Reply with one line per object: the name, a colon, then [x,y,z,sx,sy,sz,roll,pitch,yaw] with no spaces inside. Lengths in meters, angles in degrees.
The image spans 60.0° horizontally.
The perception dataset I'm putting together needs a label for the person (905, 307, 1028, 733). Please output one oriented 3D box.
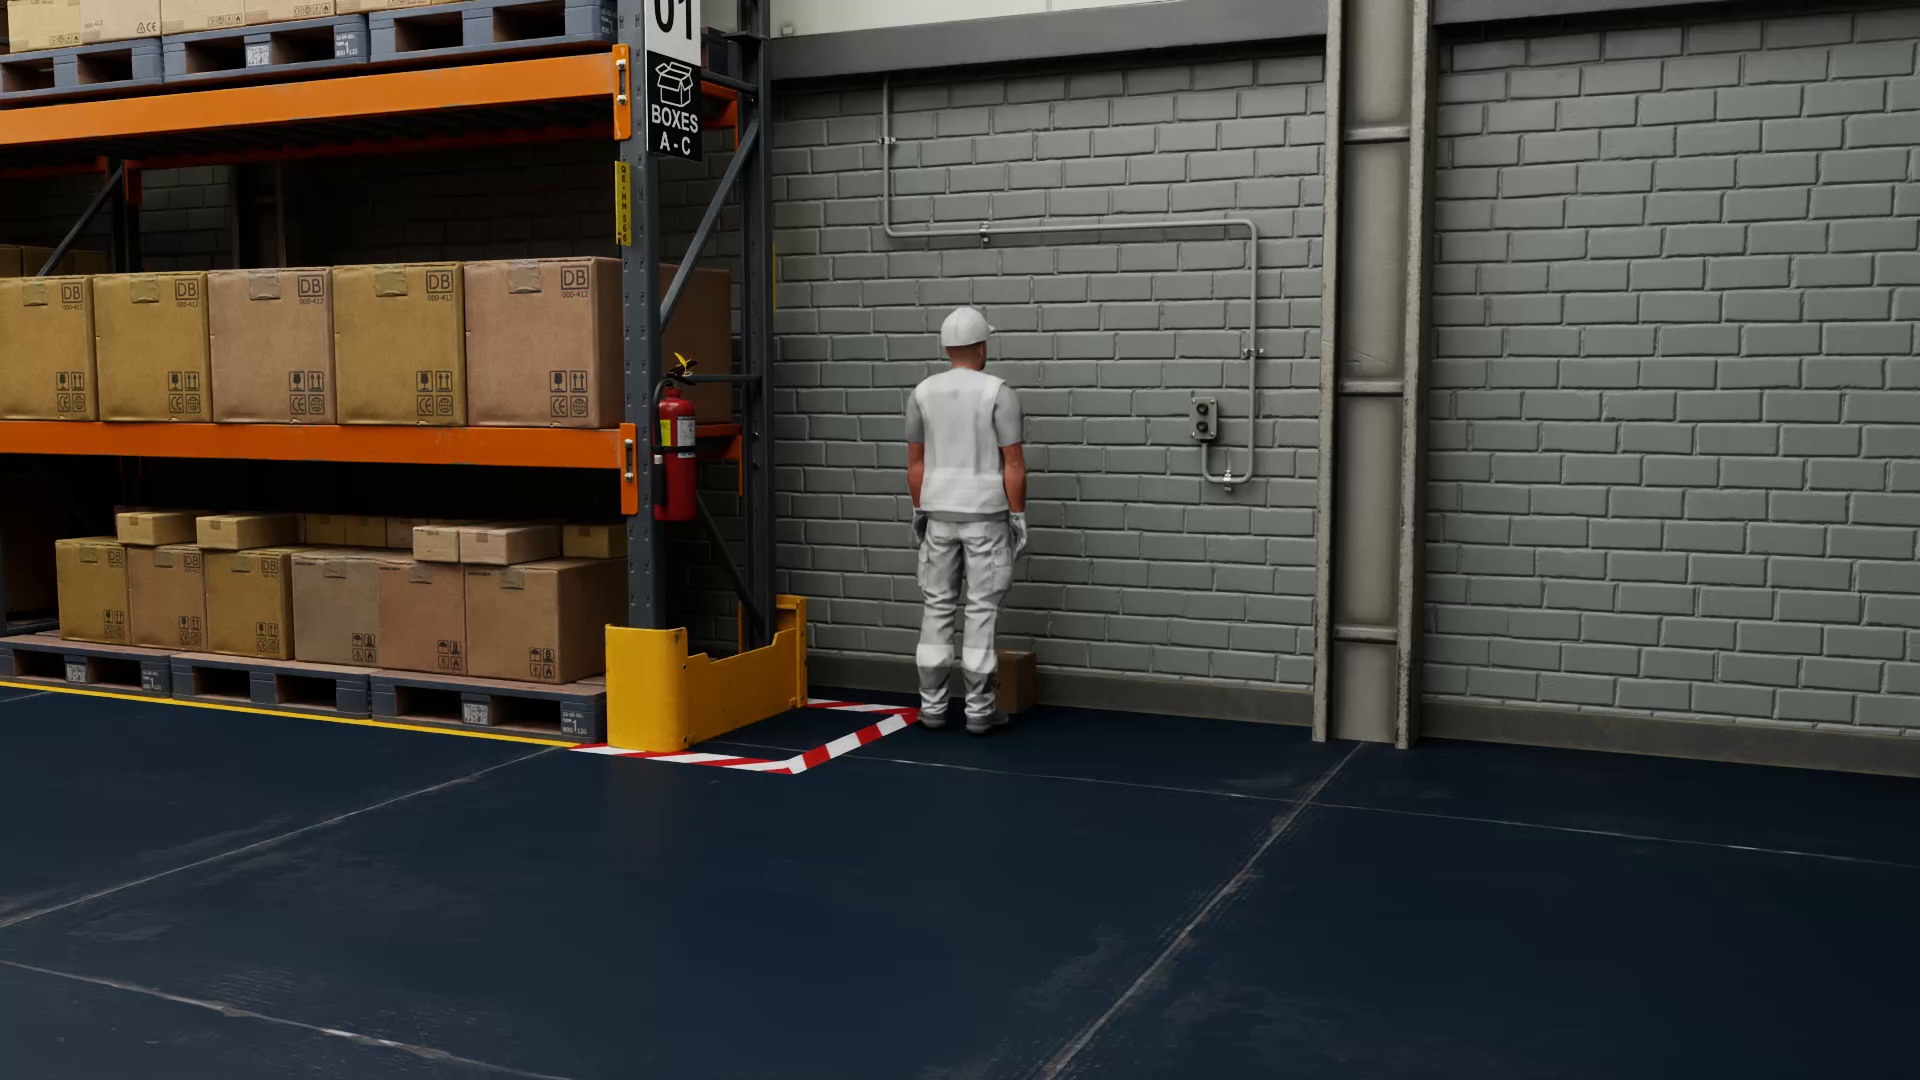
person: [0.034,-0.086,7.092,0.554,1.800,0.325,2,6,23]
